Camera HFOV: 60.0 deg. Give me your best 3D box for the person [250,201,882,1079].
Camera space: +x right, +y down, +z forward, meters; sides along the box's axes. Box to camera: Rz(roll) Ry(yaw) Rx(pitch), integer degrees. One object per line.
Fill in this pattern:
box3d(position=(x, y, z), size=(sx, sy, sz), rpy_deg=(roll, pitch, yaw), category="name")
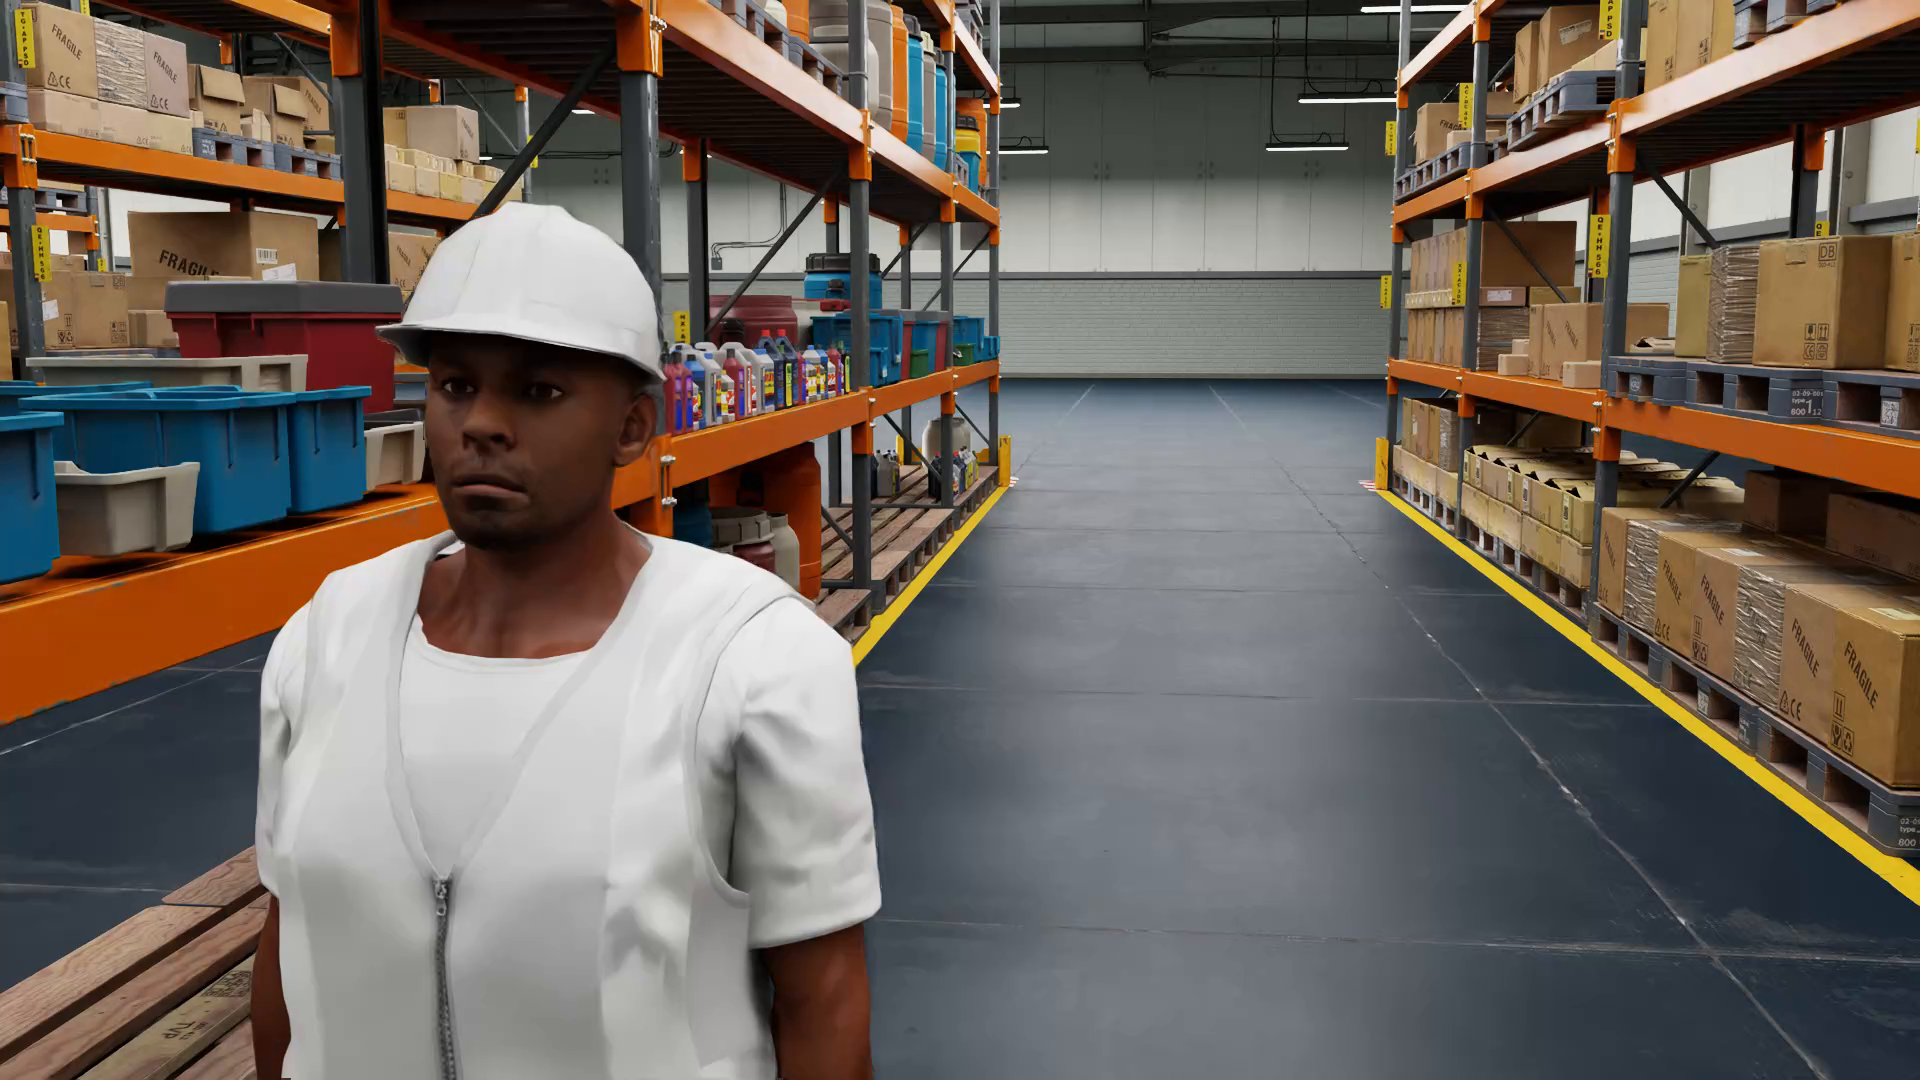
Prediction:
box3d(position=(-0.360, 0.609, 1.397), size=(0.578, 1.761, 0.488), rpy_deg=(1, 8, 6), category="person")
